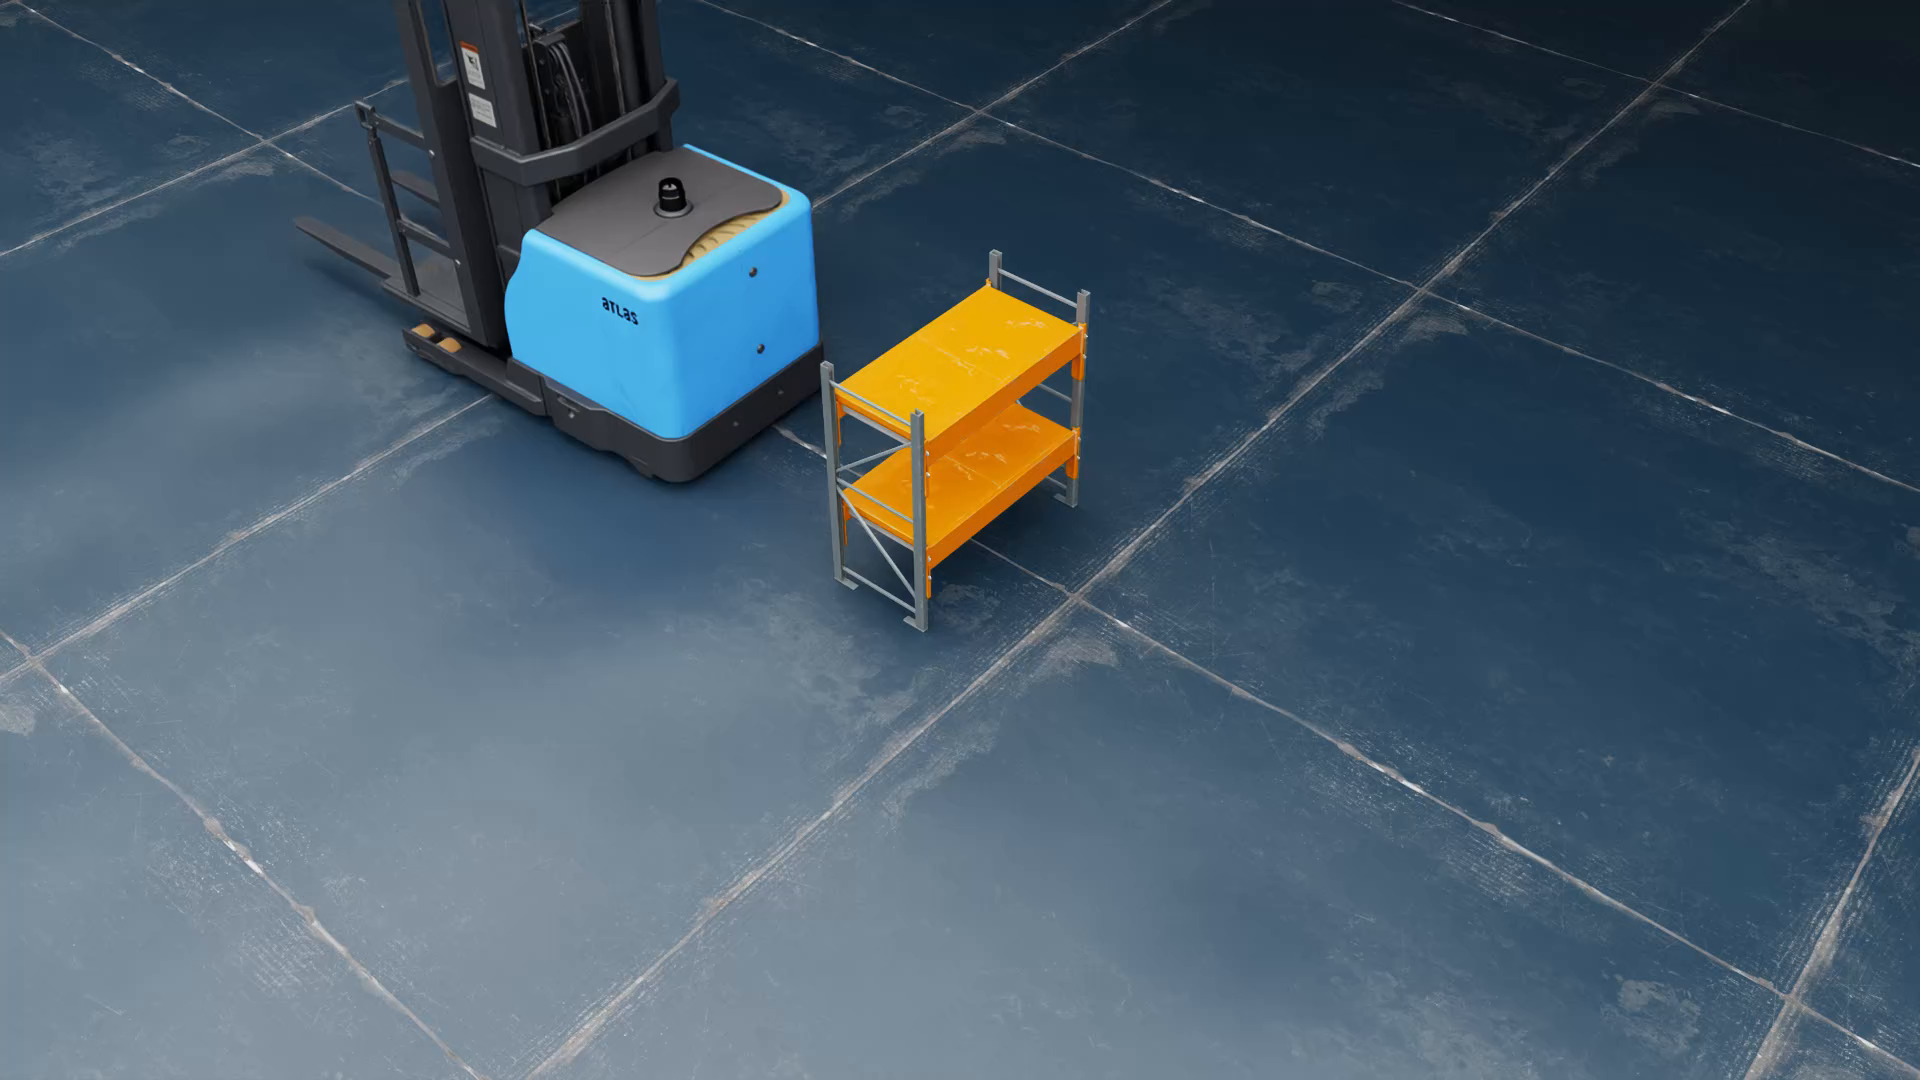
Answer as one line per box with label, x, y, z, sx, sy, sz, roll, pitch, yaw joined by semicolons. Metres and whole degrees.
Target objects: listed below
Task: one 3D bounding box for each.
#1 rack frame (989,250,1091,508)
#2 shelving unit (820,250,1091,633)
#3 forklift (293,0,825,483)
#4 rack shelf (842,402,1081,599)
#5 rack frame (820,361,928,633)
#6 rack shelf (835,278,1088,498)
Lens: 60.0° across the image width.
rack frame;0.323;-0.674;7.156;0.500;1.125;0.032;29;50;28
shelving unit;-0.004;-0.413;6.868;0.538;1.125;1.048;29;50;28
forklift;-2.120;-2.160;7.447;3.031;2.935;1.130;27;49;27
rack shelf;-0.004;-0.232;7.032;0.538;0.278;1.000;29;50;28
rack frame;-0.331;-0.151;6.580;0.500;1.125;0.032;29;50;28
rack shelf;-0.004;-0.629;6.671;0.538;0.278;1.000;29;50;28
